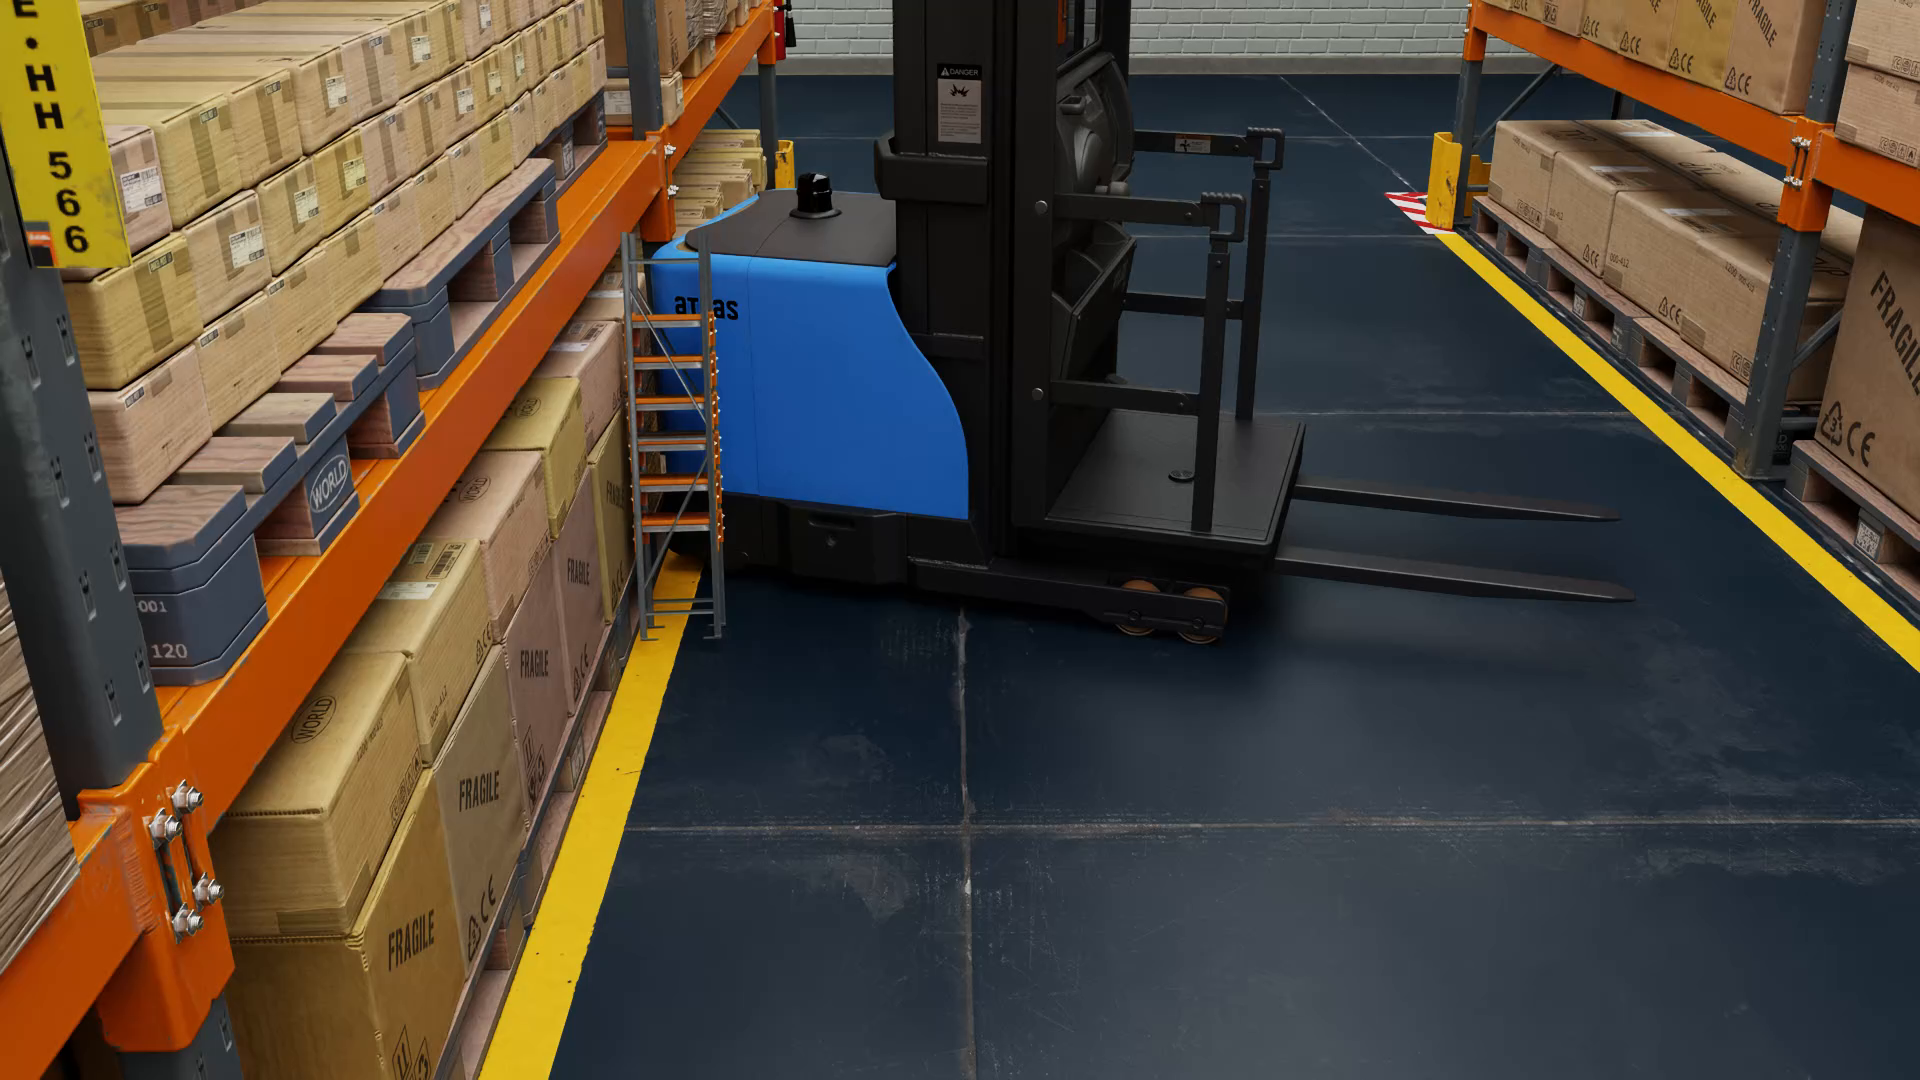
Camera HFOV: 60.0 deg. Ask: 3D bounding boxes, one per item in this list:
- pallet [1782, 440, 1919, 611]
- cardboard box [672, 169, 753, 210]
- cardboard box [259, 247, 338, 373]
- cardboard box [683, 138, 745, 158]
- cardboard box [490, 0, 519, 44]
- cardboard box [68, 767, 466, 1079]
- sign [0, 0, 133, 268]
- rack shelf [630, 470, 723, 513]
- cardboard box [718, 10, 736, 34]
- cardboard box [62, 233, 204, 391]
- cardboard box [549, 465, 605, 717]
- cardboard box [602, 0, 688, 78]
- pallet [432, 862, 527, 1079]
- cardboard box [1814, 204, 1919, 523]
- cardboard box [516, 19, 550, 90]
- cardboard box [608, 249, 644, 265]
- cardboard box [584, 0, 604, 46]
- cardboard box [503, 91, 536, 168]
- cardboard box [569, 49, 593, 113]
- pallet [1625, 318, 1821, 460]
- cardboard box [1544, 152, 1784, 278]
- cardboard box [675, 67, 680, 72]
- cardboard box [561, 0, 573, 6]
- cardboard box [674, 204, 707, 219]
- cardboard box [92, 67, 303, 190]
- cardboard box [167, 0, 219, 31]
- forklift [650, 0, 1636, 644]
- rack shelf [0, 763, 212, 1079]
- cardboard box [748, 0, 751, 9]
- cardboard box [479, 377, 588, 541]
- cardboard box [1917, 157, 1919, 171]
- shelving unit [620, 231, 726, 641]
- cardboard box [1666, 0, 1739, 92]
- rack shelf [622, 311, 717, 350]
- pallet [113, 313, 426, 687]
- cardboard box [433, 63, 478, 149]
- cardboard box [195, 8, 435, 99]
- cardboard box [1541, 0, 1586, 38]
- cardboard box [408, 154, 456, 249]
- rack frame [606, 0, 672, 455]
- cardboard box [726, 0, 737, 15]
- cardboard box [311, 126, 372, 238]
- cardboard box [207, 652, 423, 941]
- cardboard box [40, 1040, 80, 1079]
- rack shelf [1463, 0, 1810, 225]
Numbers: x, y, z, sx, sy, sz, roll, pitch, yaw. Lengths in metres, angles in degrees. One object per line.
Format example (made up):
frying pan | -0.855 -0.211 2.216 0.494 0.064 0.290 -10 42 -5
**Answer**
pallet | 3.525 -0.024 5.547 1.003 0.211 1.213 0 24 -1
cardboard box | -1.219 -1.716 8.131 0.380 0.149 0.250 1 24 1
cardboard box | -1.273 -0.384 2.754 0.380 0.149 0.250 1 24 2
cardboard box | -1.347 -2.039 8.847 0.380 0.149 0.250 0 24 0
cardboard box | -1.301 -1.305 4.069 0.380 0.149 0.250 -1 24 -2
cardboard box | -1.217 0.755 2.965 0.500 0.500 0.500 -1 24 -3
sign | -0.909 -0.431 1.659 0.100 0.325 0.005 0 24 -1
rack shelf | -0.848 -0.146 4.991 0.258 0.103 0.180 -2 9 -4
cardboard box | -1.283 -2.529 8.007 0.380 0.149 0.250 -1 24 -3
cardboard box | -1.269 -0.312 2.235 0.380 0.149 0.250 1 24 2
cardboard box | -1.241 0.126 4.355 0.500 0.500 0.500 -1 24 -2
cardboard box | -1.261 -1.935 5.905 0.500 0.500 0.500 -1 24 -2
pallet | -1.471 1.048 3.176 1.003 0.211 1.213 0 24 -1
cardboard box | 3.528 -0.580 5.462 0.875 0.875 0.875 0 24 1
cardboard box | -1.295 -1.274 4.361 0.380 0.149 0.250 -1 24 -2
cardboard box | -1.300 -1.072 6.709 0.380 0.149 0.250 -1 24 -1
cardboard box | -1.306 -1.598 5.077 0.380 0.149 0.250 0 24 1
cardboard box | -1.290 -1.035 4.193 0.380 0.149 0.250 -1 24 -3
cardboard box | -1.302 -1.355 4.902 0.380 0.149 0.250 0 24 0
pallet | 3.511 -0.655 6.943 1.003 0.211 1.213 0 24 -1
cardboard box | 3.523 -1.636 8.326 0.875 0.438 0.875 0 24 1
cardboard box | -1.313 -1.880 6.571 0.380 0.149 0.250 -1 24 -3
cardboard box | -1.304 -1.621 4.767 0.380 0.149 0.250 -1 24 -2
cardboard box | -1.332 -1.397 7.427 0.380 0.149 0.250 -1 24 -3
cardboard box | -1.279 -0.651 2.623 0.380 0.149 0.250 0 24 -1
cardboard box | -1.948 -1.199 3.834 0.380 0.149 0.250 1 24 1
forklift | 0.600 -1.264 4.988 3.031 2.935 1.130 7 25 15
rack shelf | -1.442 1.252 0.215 1.077 0.370 4.000 0 24 -1
cardboard box | -1.300 -2.846 8.708 0.380 0.149 0.250 0 24 -1
cardboard box | -1.235 -0.207 4.181 0.500 0.250 0.500 -1 24 -3
cardboard box | 3.189 -1.148 4.831 0.500 0.250 0.500 -1 24 -2
shelving unit | -0.851 -0.309 4.965 0.258 1.200 0.189 -2 9 -4
cardboard box | 3.169 -2.060 6.543 0.500 0.500 0.500 -1 24 -2
rack shelf | -0.856 -0.620 4.915 0.258 0.103 0.180 -2 9 -4
pallet | -1.578 -0.106 2.577 1.213 0.211 1.003 0 24 -1
cardboard box | -1.291 -0.954 3.654 0.380 0.149 0.250 1 24 1
cardboard box | -1.291 -0.981 3.352 0.380 0.149 0.250 0 24 1
cardboard box | 3.136 -2.689 7.934 0.500 0.500 0.500 0 24 -1
cardboard box | -1.284 -0.709 3.472 0.380 0.149 0.250 0 24 0
rack frame | -1.508 -1.548 5.533 1.000 3.000 0.127 0 24 -1
cardboard box | -1.278 -2.567 7.303 0.500 0.500 0.500 1 24 2
cardboard box | -1.283 -0.638 2.955 0.380 0.149 0.250 0 24 0
cardboard box | -1.230 0.421 2.794 0.500 0.250 0.500 -1 24 -3
cardboard box | -1.733 0.778 2.915 0.500 0.500 0.500 0 24 -1
rack shelf | 3.419 -2.109 7.645 1.077 0.370 4.000 0 24 -1
